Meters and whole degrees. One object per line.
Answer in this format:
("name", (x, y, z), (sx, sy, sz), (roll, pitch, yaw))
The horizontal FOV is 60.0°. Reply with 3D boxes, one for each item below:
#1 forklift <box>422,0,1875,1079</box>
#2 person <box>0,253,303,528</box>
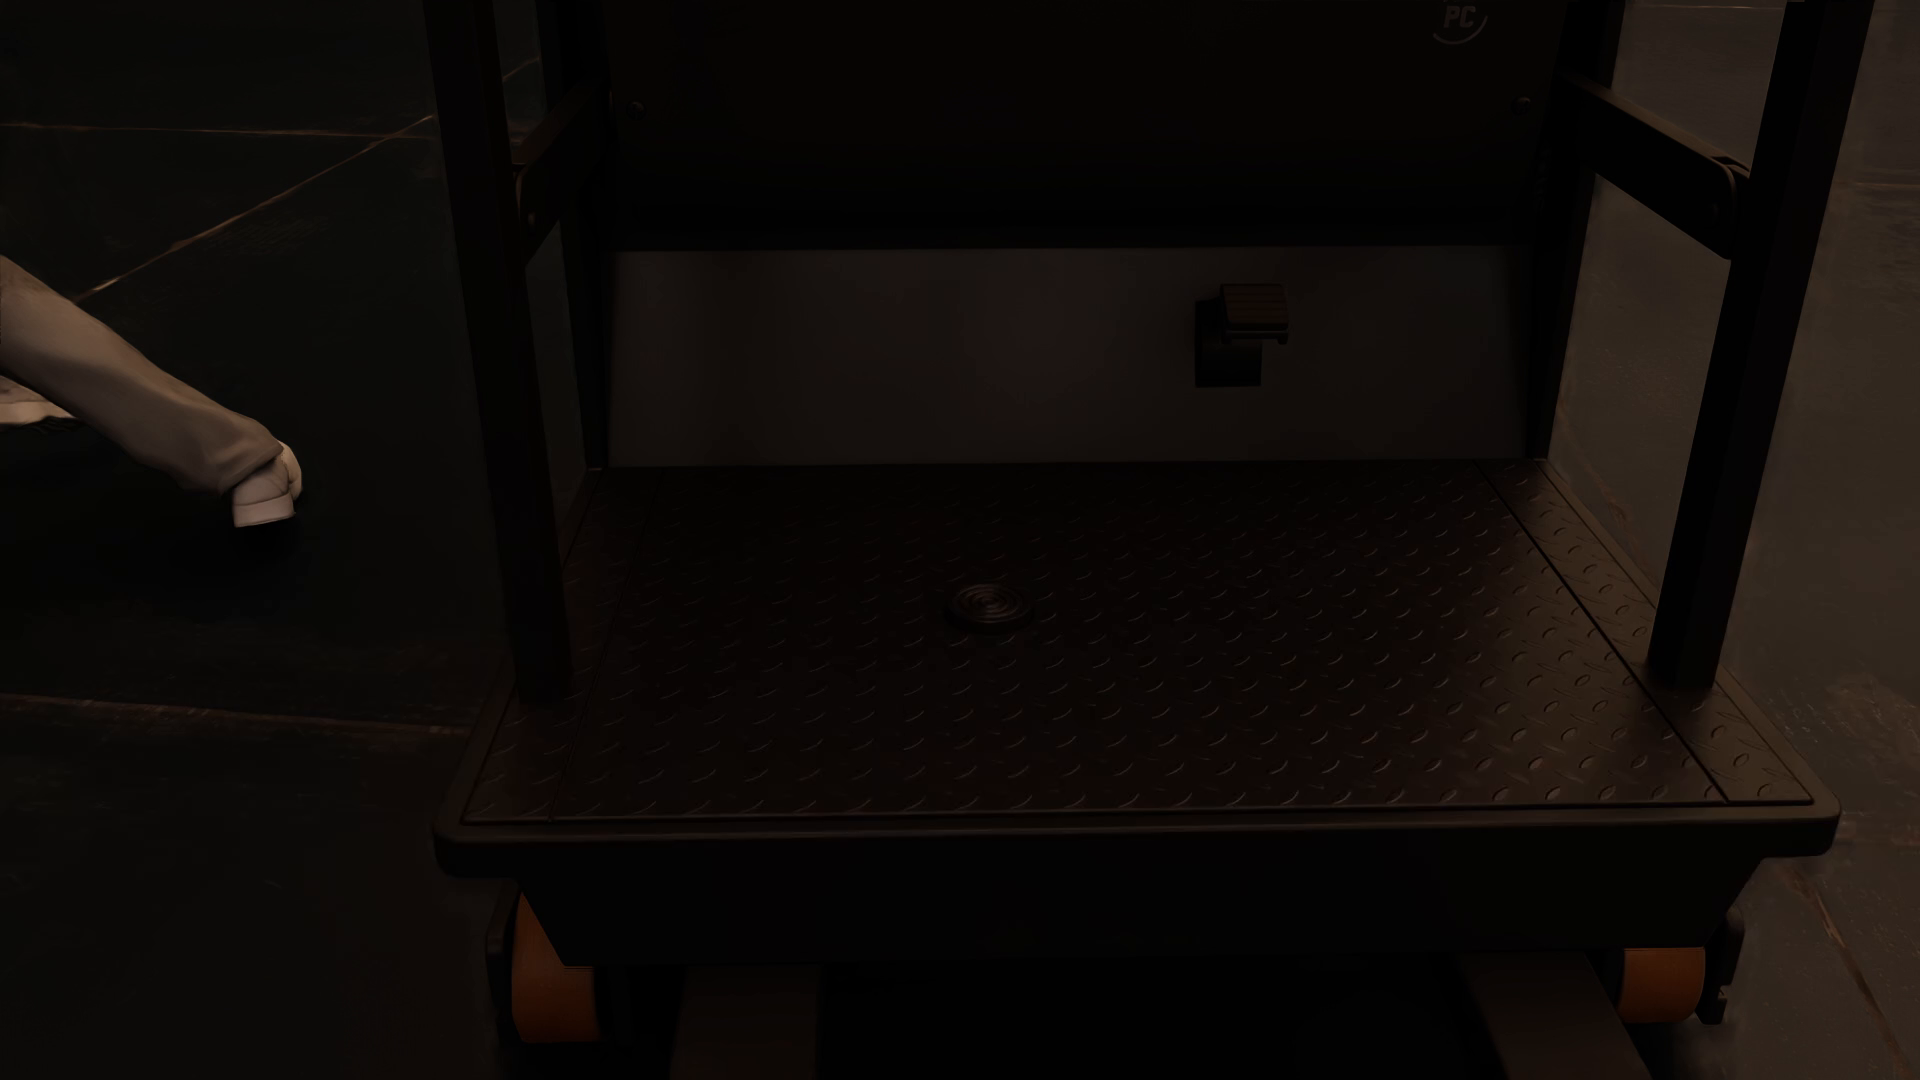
("forklift", (0.129, -0.985, 1.192), (1.130, 2.935, 3.031), (-1, 27, -1))
("person", (-1.476, -0.704, 2.299), (0.880, 1.431, 0.819), (-16, 31, -29))
